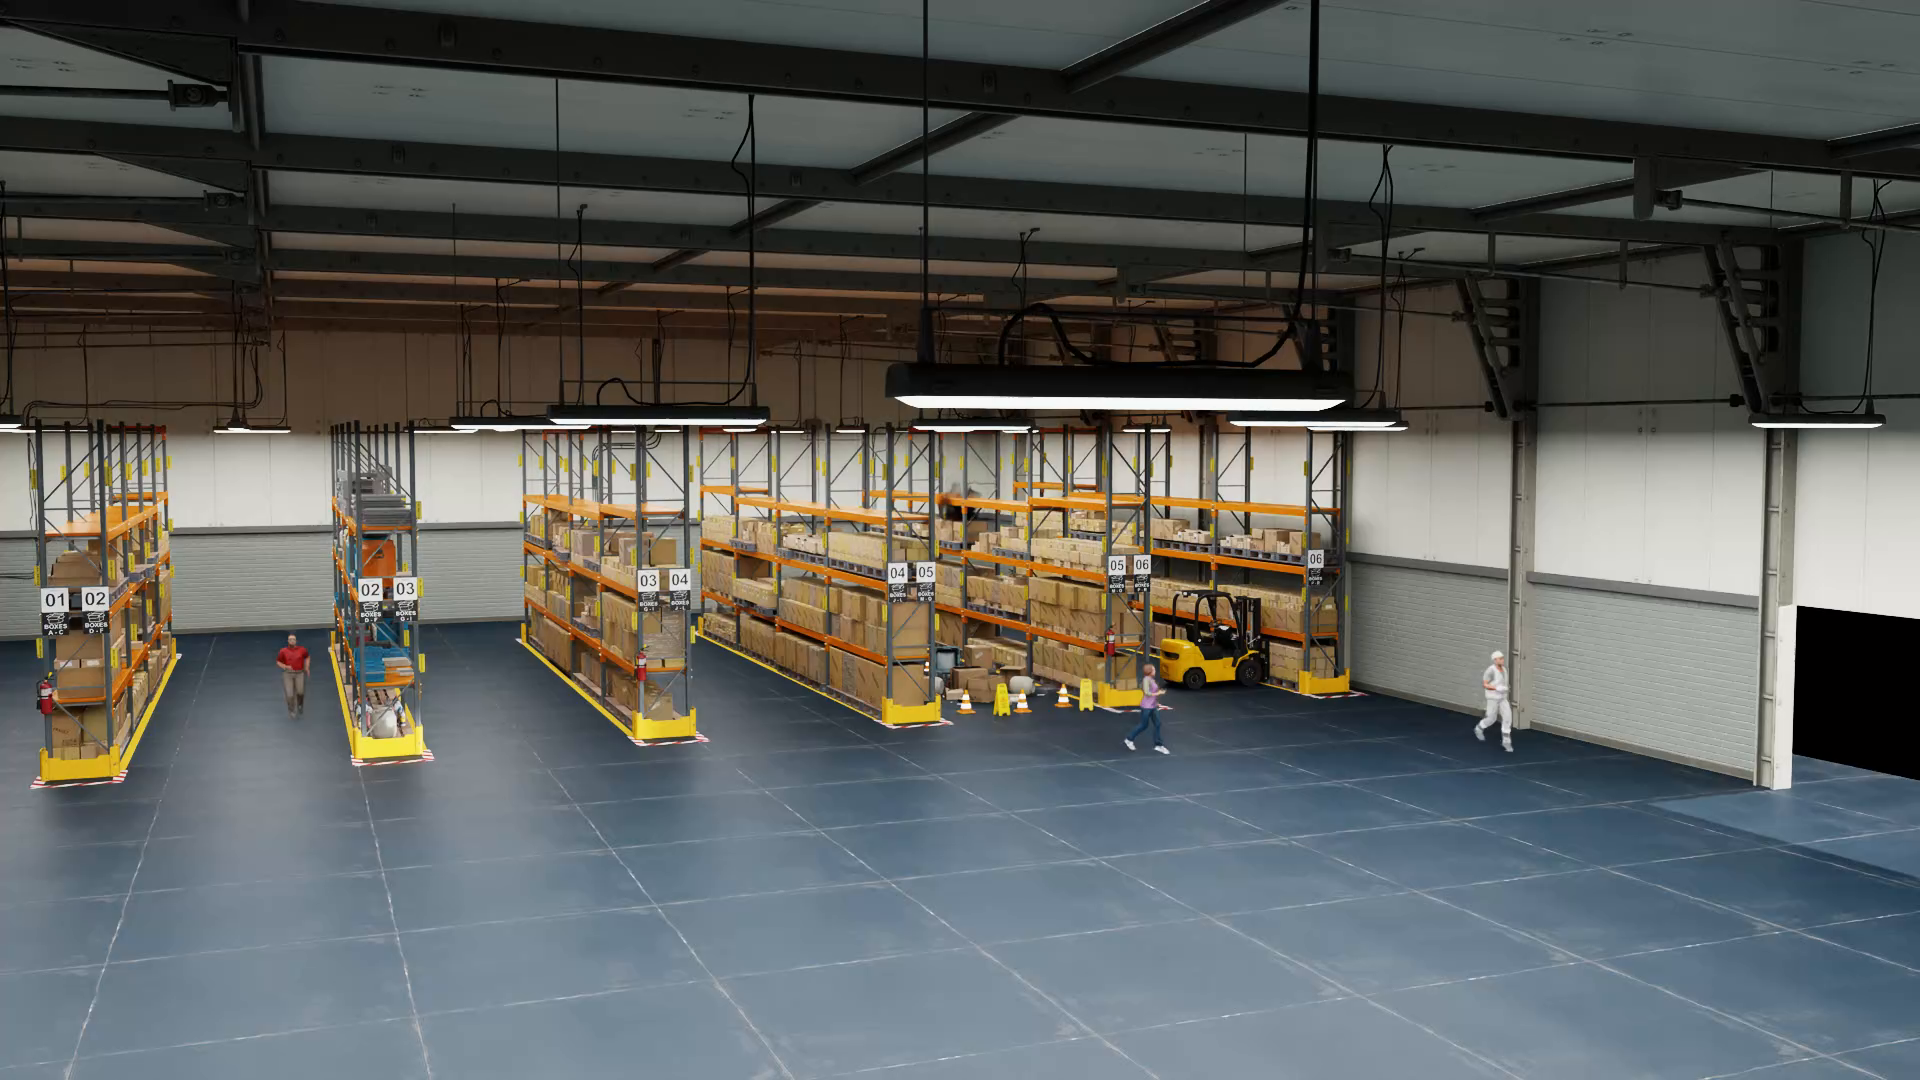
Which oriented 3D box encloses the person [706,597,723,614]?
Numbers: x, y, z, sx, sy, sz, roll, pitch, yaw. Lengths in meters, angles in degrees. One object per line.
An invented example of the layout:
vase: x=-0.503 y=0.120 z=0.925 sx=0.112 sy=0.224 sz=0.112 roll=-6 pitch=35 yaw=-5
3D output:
person: x=-7.199 y=1.806 z=49.265 sx=0.615 sy=1.668 sz=0.646 roll=-2 pitch=4 yaw=-31

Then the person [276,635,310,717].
person: x=-13.496 y=2.767 z=33.712 sx=0.651 sy=1.688 sz=0.607 roll=-2 pitch=4 yaw=-25

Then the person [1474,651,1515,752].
person: x=9.806 y=2.939 z=30.485 sx=0.692 sy=1.831 sz=0.952 roll=-2 pitch=4 yaw=-31

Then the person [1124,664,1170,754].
person: x=3.369 y=3.029 z=29.935 sx=0.830 sy=1.610 sz=0.575 roll=1 pitch=4 yaw=21
